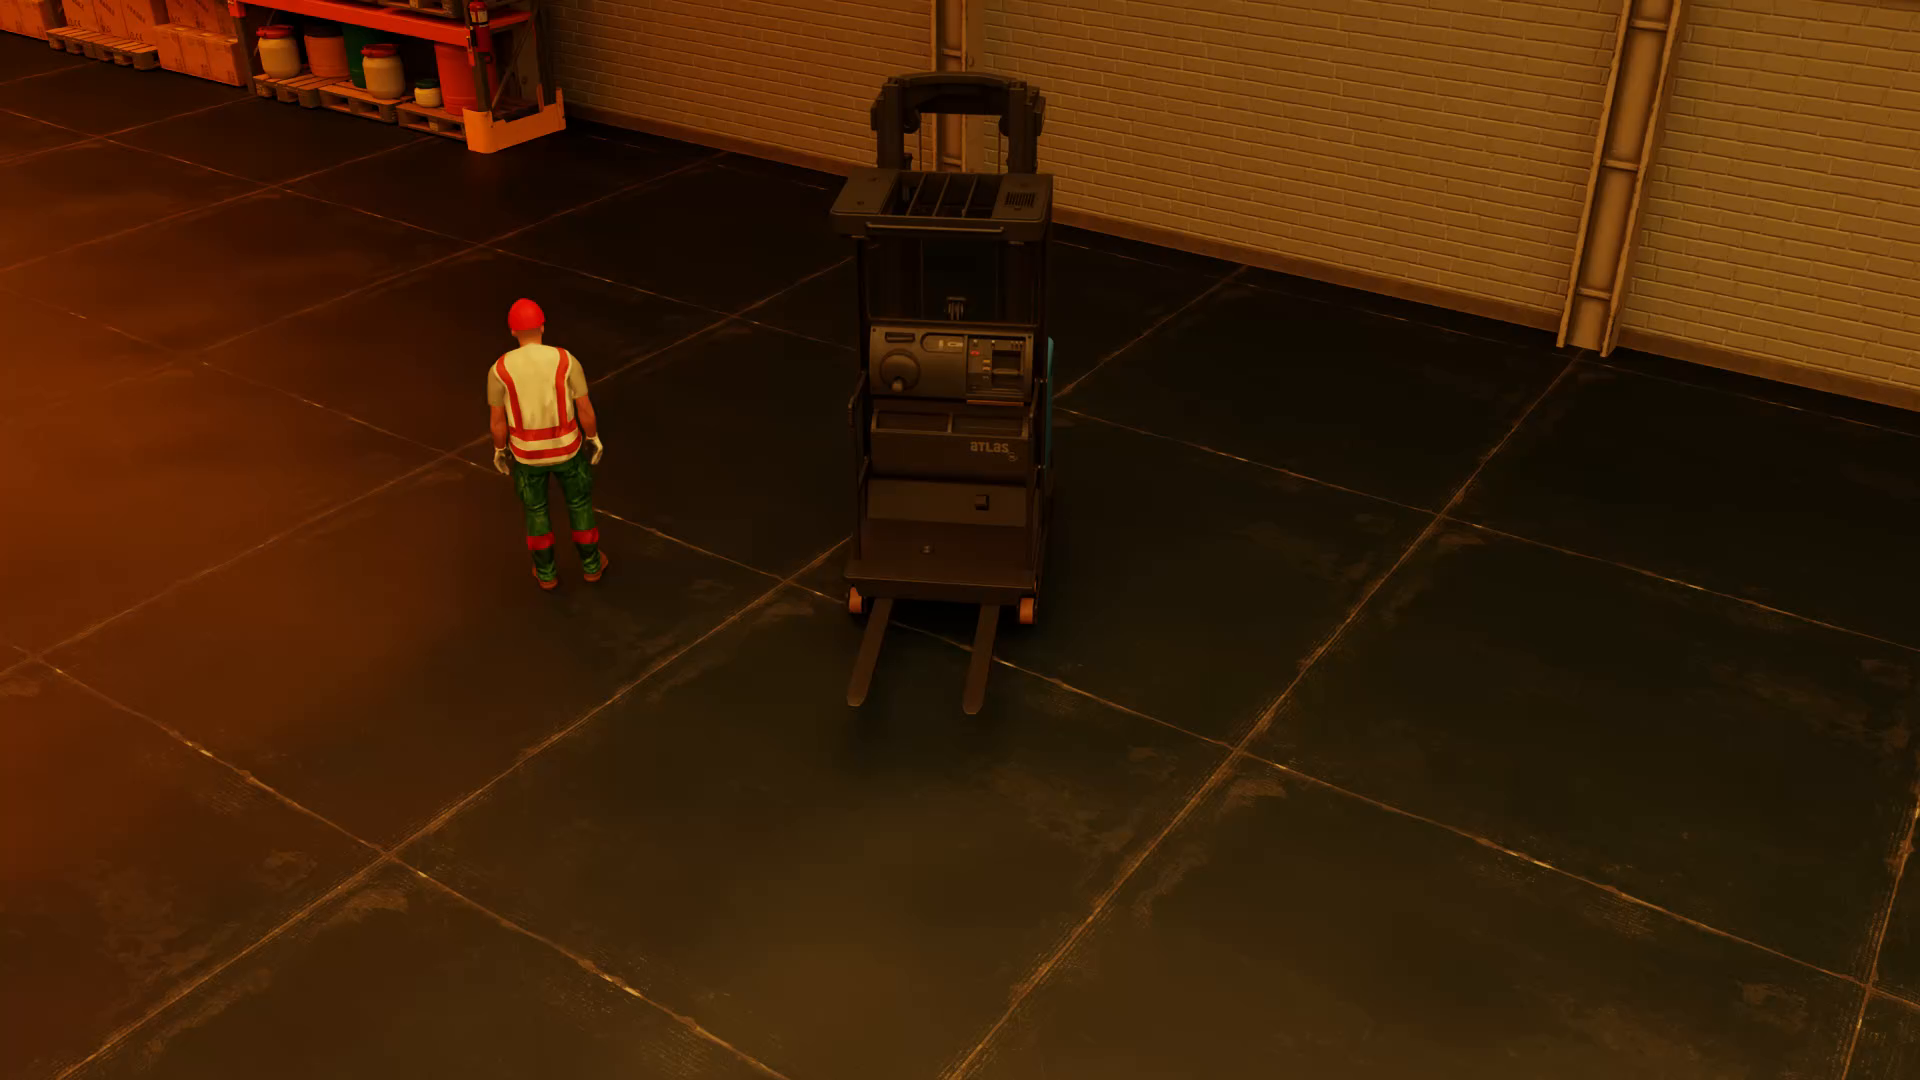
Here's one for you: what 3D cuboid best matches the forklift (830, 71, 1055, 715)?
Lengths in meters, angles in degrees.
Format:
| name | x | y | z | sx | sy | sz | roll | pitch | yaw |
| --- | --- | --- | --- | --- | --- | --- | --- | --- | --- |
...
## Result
| name | x | y | z | sx | sy | sz | roll | pitch | yaw |
| --- | --- | --- | --- | --- | --- | --- | --- | --- | --- |
| forklift | -0.072 | -0.956 | 9.228 | 1.130 | 2.935 | 3.031 | 3 | 30 | 6 |

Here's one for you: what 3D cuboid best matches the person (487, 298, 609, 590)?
| name | x | y | z | sx | sy | sz | roll | pitch | yaw |
| --- | --- | --- | --- | --- | --- | --- | --- | --- | --- |
| person | -2.397 | -0.542 | 9.668 | 0.620 | 1.777 | 0.451 | -7 | 31 | -12 |
